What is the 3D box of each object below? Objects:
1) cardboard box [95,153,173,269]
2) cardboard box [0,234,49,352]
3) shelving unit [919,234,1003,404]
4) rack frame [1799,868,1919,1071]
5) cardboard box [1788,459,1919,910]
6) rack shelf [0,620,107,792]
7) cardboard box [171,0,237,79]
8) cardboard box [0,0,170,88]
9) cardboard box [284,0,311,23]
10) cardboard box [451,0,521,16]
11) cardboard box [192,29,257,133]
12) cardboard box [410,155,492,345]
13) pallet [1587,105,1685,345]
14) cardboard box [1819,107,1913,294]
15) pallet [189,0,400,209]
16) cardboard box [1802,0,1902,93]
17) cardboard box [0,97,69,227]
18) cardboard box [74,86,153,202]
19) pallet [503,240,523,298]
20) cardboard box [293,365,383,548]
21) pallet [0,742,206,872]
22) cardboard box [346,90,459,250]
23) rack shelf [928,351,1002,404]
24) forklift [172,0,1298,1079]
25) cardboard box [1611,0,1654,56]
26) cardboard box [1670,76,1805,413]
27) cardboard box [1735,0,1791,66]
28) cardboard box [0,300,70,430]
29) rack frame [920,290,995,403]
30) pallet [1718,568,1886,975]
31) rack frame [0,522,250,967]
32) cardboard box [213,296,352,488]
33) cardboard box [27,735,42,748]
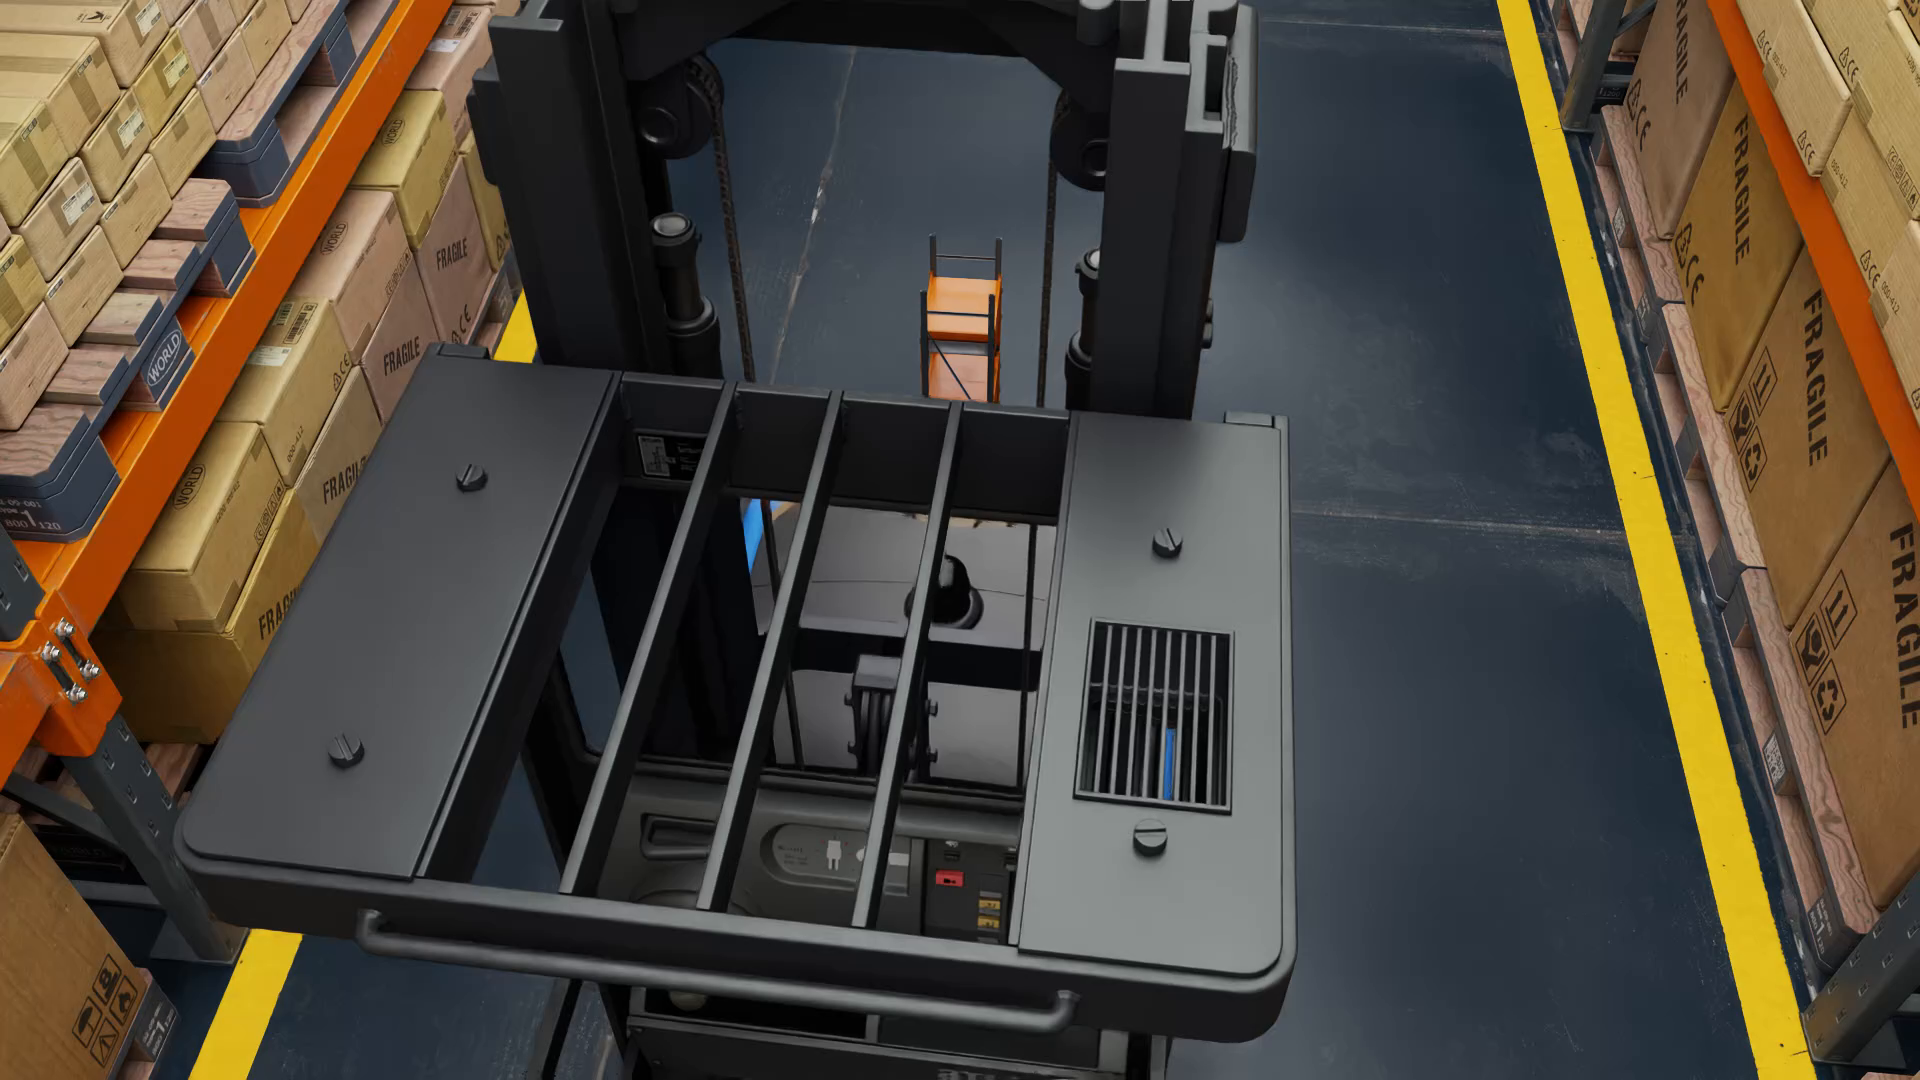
[{"bbox_3d":[-2.058,-0.768,3.805,0.380,0.149,0.250,6,48,5],"label":"cardboard box"},{"bbox_3d":[-2.104,-0.499,3.358,0.380,0.149,0.250,6,48,5],"label":"cardboard box"},{"bbox_3d":[0.005,-0.394,4.899,0.215,1.050,0.252,4,48,4],"label":"shelving unit"},{"bbox_3d":[2.591,0.258,2.981,1.000,3.000,0.127,4,48,4],"label":"rack frame"},{"bbox_3d":[2.736,0.331,4.069,0.875,0.875,0.875,3,48,3],"label":"cardboard box"},{"bbox_3d":[-2.530,1.712,2.139,1.077,0.370,4.000,4,48,4],"label":"rack shelf"},{"bbox_3d":[-2.014,-1.264,4.057,0.380,0.149,0.250,4,48,4],"label":"cardboard box"},{"bbox_3d":[-2.040,-1.157,3.758,0.380,0.149,0.250,2,48,2],"label":"cardboard box"},{"bbox_3d":[-1.962,-1.538,4.510,0.380,0.149,0.250,2,48,2],"label":"cardboard box"},{"bbox_3d":[-1.800,-1.927,5.881,0.500,0.250,0.500,3,48,2],"label":"cardboard box"},{"bbox_3d":[-2.013,-1.162,4.166,0.380,0.149,0.250,5,48,5],"label":"cardboard box"},{"bbox_3d":[-1.898,-0.924,5.471,0.500,0.500,0.500,3,48,3],"label":"cardboard box"},{"bbox_3d":[2.960,-1.168,6.175,1.003,0.211,1.213,4,48,4],"label":"pallet"},{"bbox_3d":[2.471,-0.826,4.074,0.500,0.250,0.500,3,48,3],"label":"cardboard box"},{"bbox_3d":[-2.208,-1.393,4.621,1.003,0.211,1.213,4,48,4],"label":"pallet"},{"bbox_3d":[2.498,-1.369,4.232,0.500,0.250,0.500,3,48,2],"label":"cardboard box"},{"bbox_3d":[-2.091,-0.783,3.415,0.380,0.149,0.250,3,48,2],"label":"cardboard box"},{"bbox_3d":[-2.060,-0.895,3.720,0.380,0.149,0.250,3,48,2],"label":"cardboard box"},{"bbox_3d":[-2.053,-1.427,6.412,1.003,0.211,1.213,4,48,4],"label":"pallet"},{"bbox_3d":[-1.987,-0.171,4.783,0.500,0.500,0.500,4,48,4],"label":"cardboard box"},{"bbox_3d":[-2.275,0.366,4.772,1.003,0.211,1.213,4,48,4],"label":"pallet"},{"bbox_3d":[-1.894,-1.161,5.180,0.500,0.250,0.500,2,48,2],"label":"cardboard box"},{"bbox_3d":[0.005,-0.387,4.906,0.215,0.259,0.240,4,48,4],"label":"rack shelf"},{"bbox_3d":[-0.176,0.716,2.609,1.130,2.935,3.031,5,48,5],"label":"forklift"},{"bbox_3d":[3.119,-2.412,6.875,0.875,0.438,0.875,3,48,3],"label":"cardboard box"},{"bbox_3d":[2.904,-0.981,5.269,0.875,0.875,0.875,5,48,5],"label":"cardboard box"},{"bbox_3d":[2.544,-1.569,4.754,0.500,0.250,0.500,4,48,3],"label":"cardboard box"},{"bbox_3d":[-2.106,-0.373,3.444,0.380,0.149,0.250,3,48,3],"label":"cardboard box"},{"bbox_3d":[-0.006,-0.304,4.817,0.200,1.050,0.008,4,48,4],"label":"rack frame"},{"bbox_3d":[2.738,0.625,4.535,1.003,0.211,1.213,4,48,4],"label":"pallet"},{"bbox_3d":[-2.348,-0.001,3.218,1.000,3.000,0.127,4,48,4],"label":"rack frame"},{"bbox_3d":[-1.998,-0.415,4.498,0.500,0.250,0.500,3,48,3],"label":"cardboard box"},{"bbox_3d":[-2.548,0.200,4.444,0.500,0.500,0.500,4,48,3],"label":"cardboard box"}]
